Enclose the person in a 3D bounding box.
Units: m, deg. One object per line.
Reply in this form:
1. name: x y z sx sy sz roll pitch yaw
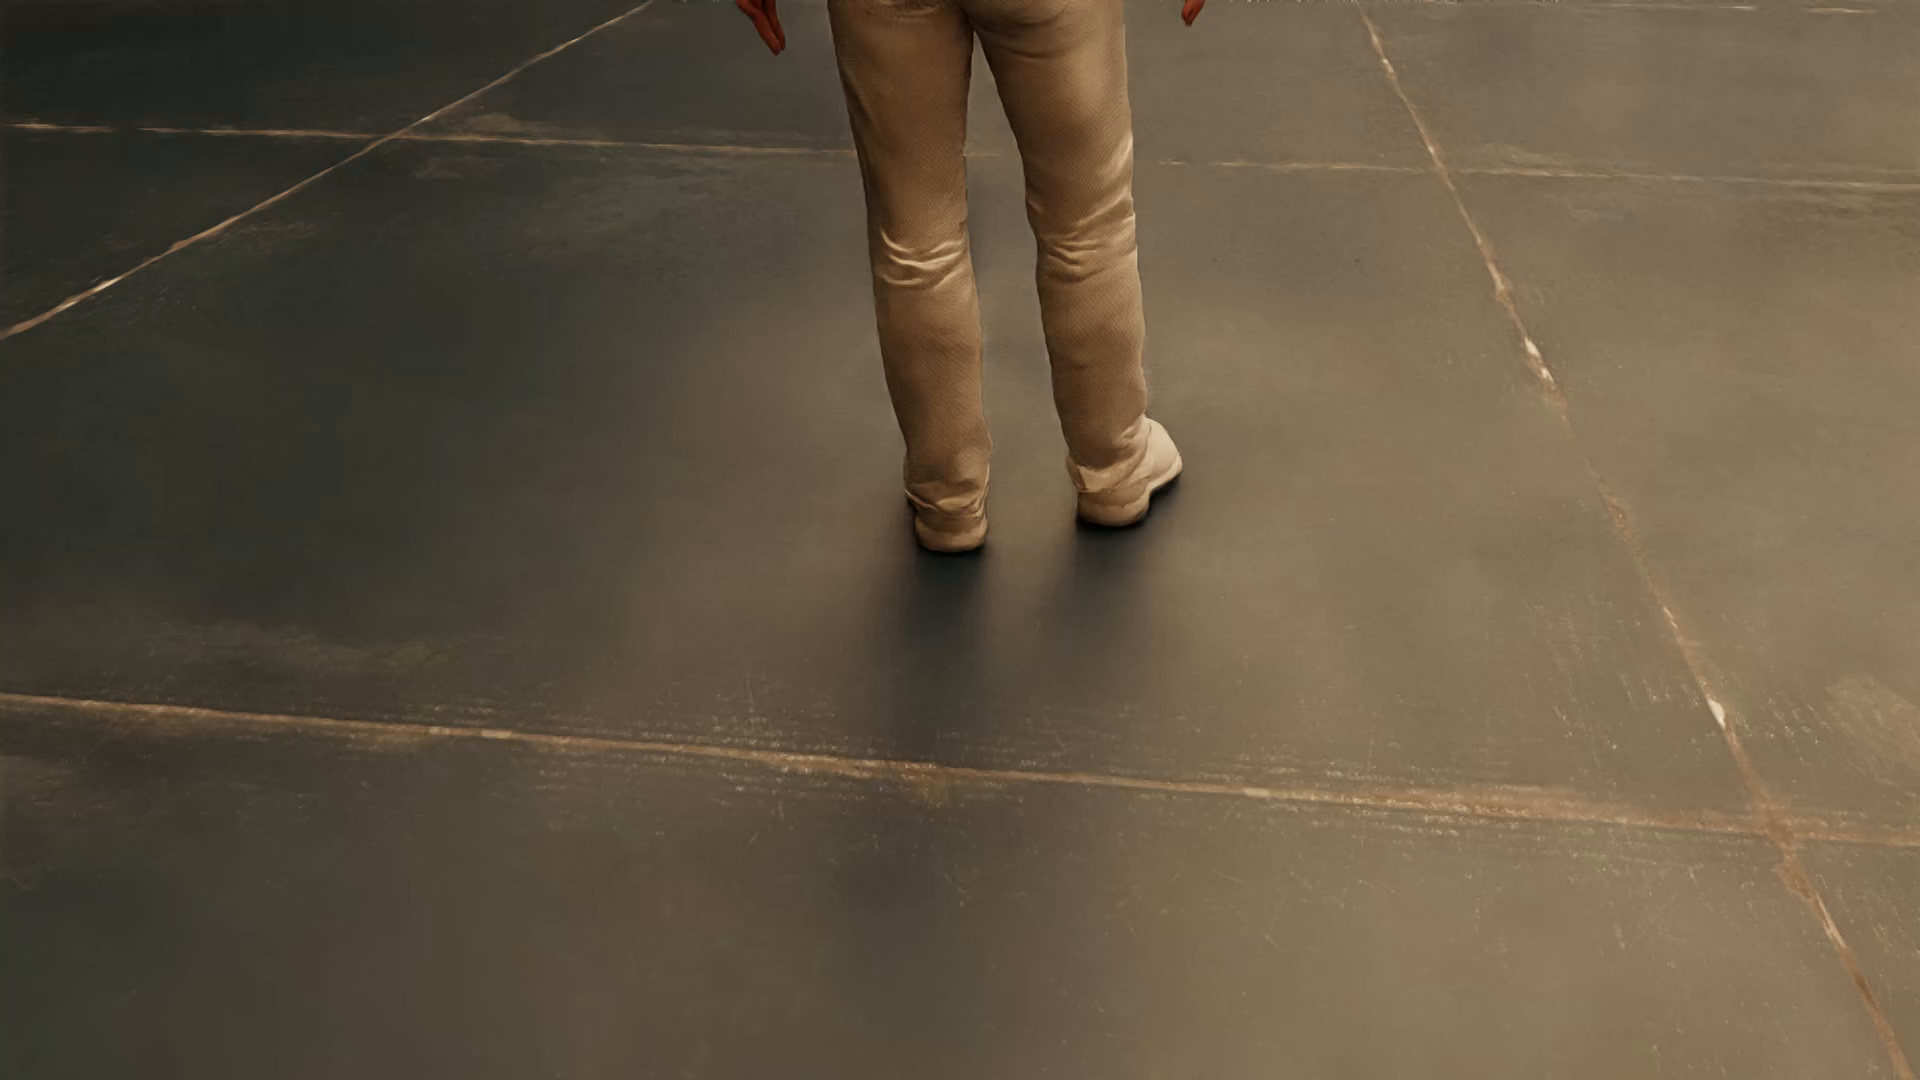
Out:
1. person: 0.014 -0.827 2.164 0.665 1.766 0.576 3 27 7
